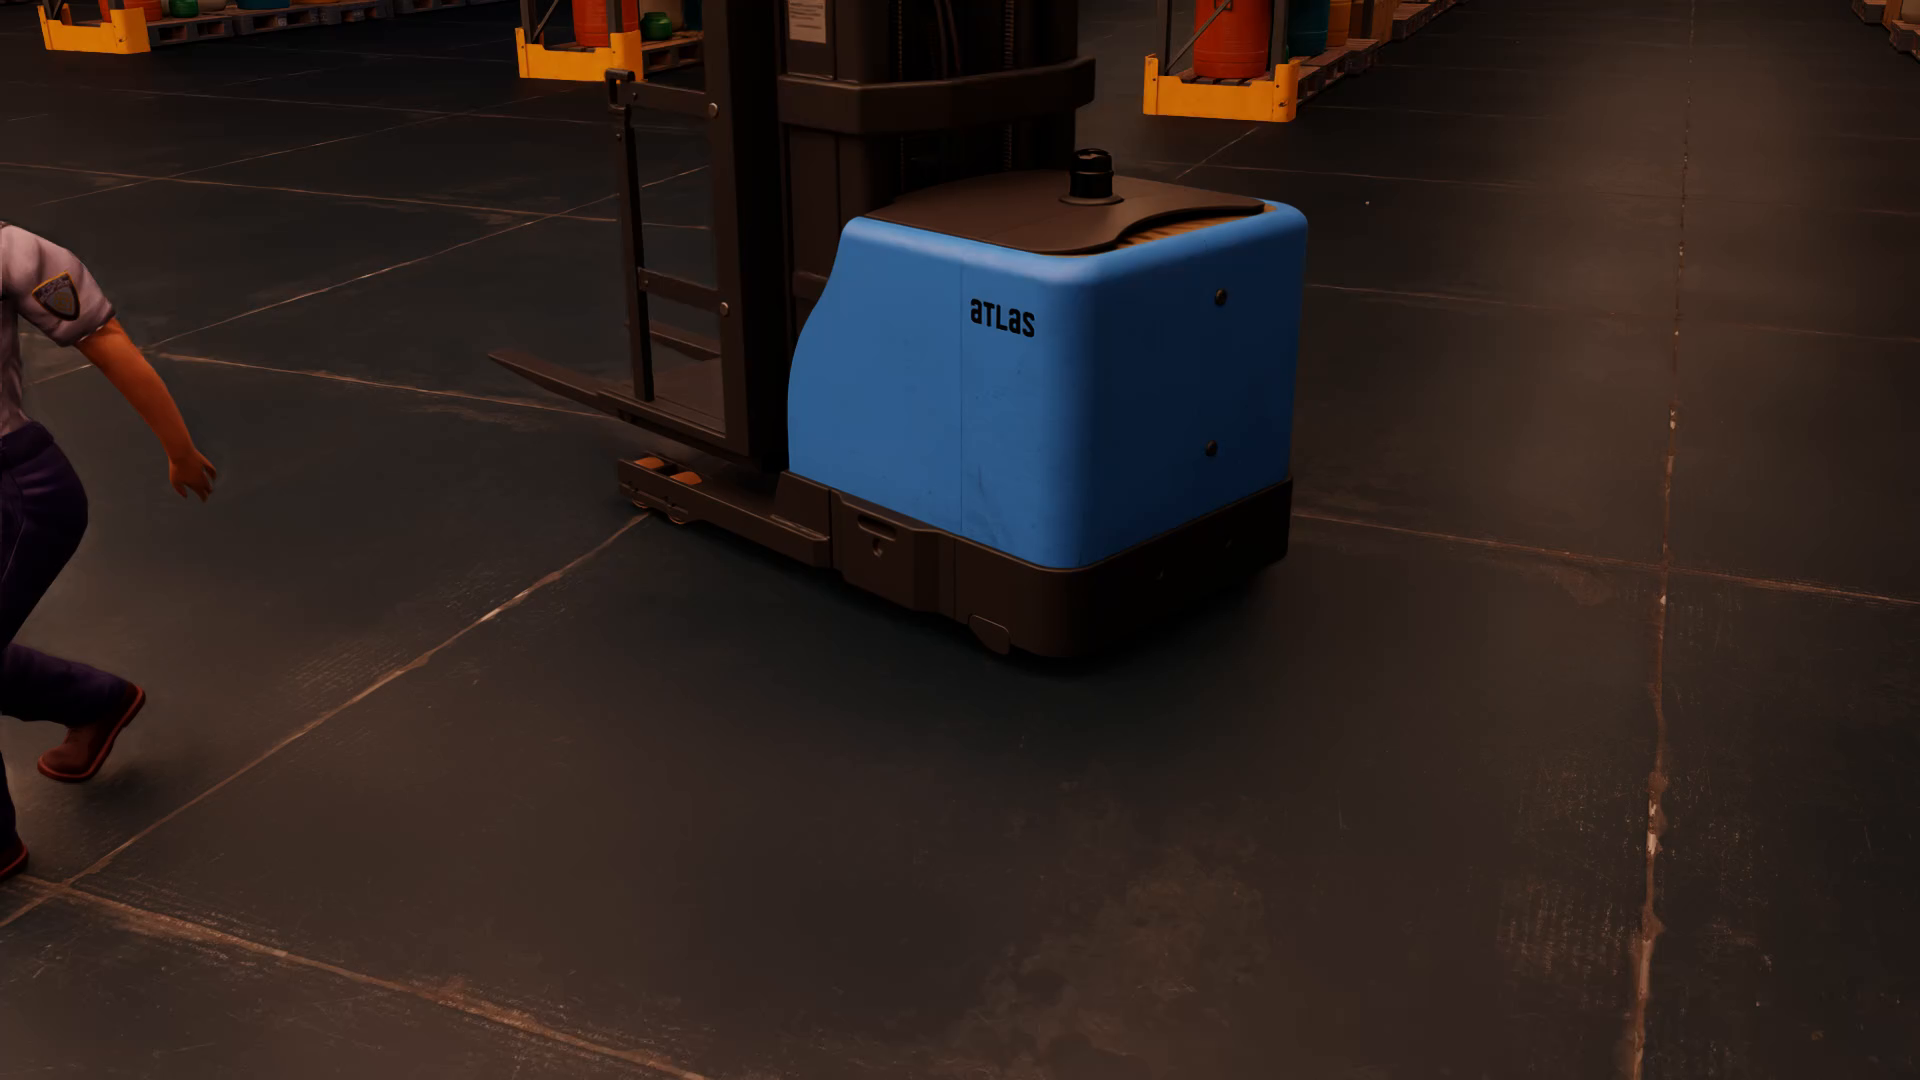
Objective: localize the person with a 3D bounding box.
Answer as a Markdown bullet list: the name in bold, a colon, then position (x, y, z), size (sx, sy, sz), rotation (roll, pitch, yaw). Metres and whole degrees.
- **person**: position (-1.950, -0.081, 3.285), size (0.533, 1.574, 0.776), rotation (11, 25, 25)

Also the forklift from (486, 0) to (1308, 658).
- **forklift**: position (-0.452, -1.524, 4.940), size (3.031, 2.935, 1.130), rotation (21, 30, 40)
